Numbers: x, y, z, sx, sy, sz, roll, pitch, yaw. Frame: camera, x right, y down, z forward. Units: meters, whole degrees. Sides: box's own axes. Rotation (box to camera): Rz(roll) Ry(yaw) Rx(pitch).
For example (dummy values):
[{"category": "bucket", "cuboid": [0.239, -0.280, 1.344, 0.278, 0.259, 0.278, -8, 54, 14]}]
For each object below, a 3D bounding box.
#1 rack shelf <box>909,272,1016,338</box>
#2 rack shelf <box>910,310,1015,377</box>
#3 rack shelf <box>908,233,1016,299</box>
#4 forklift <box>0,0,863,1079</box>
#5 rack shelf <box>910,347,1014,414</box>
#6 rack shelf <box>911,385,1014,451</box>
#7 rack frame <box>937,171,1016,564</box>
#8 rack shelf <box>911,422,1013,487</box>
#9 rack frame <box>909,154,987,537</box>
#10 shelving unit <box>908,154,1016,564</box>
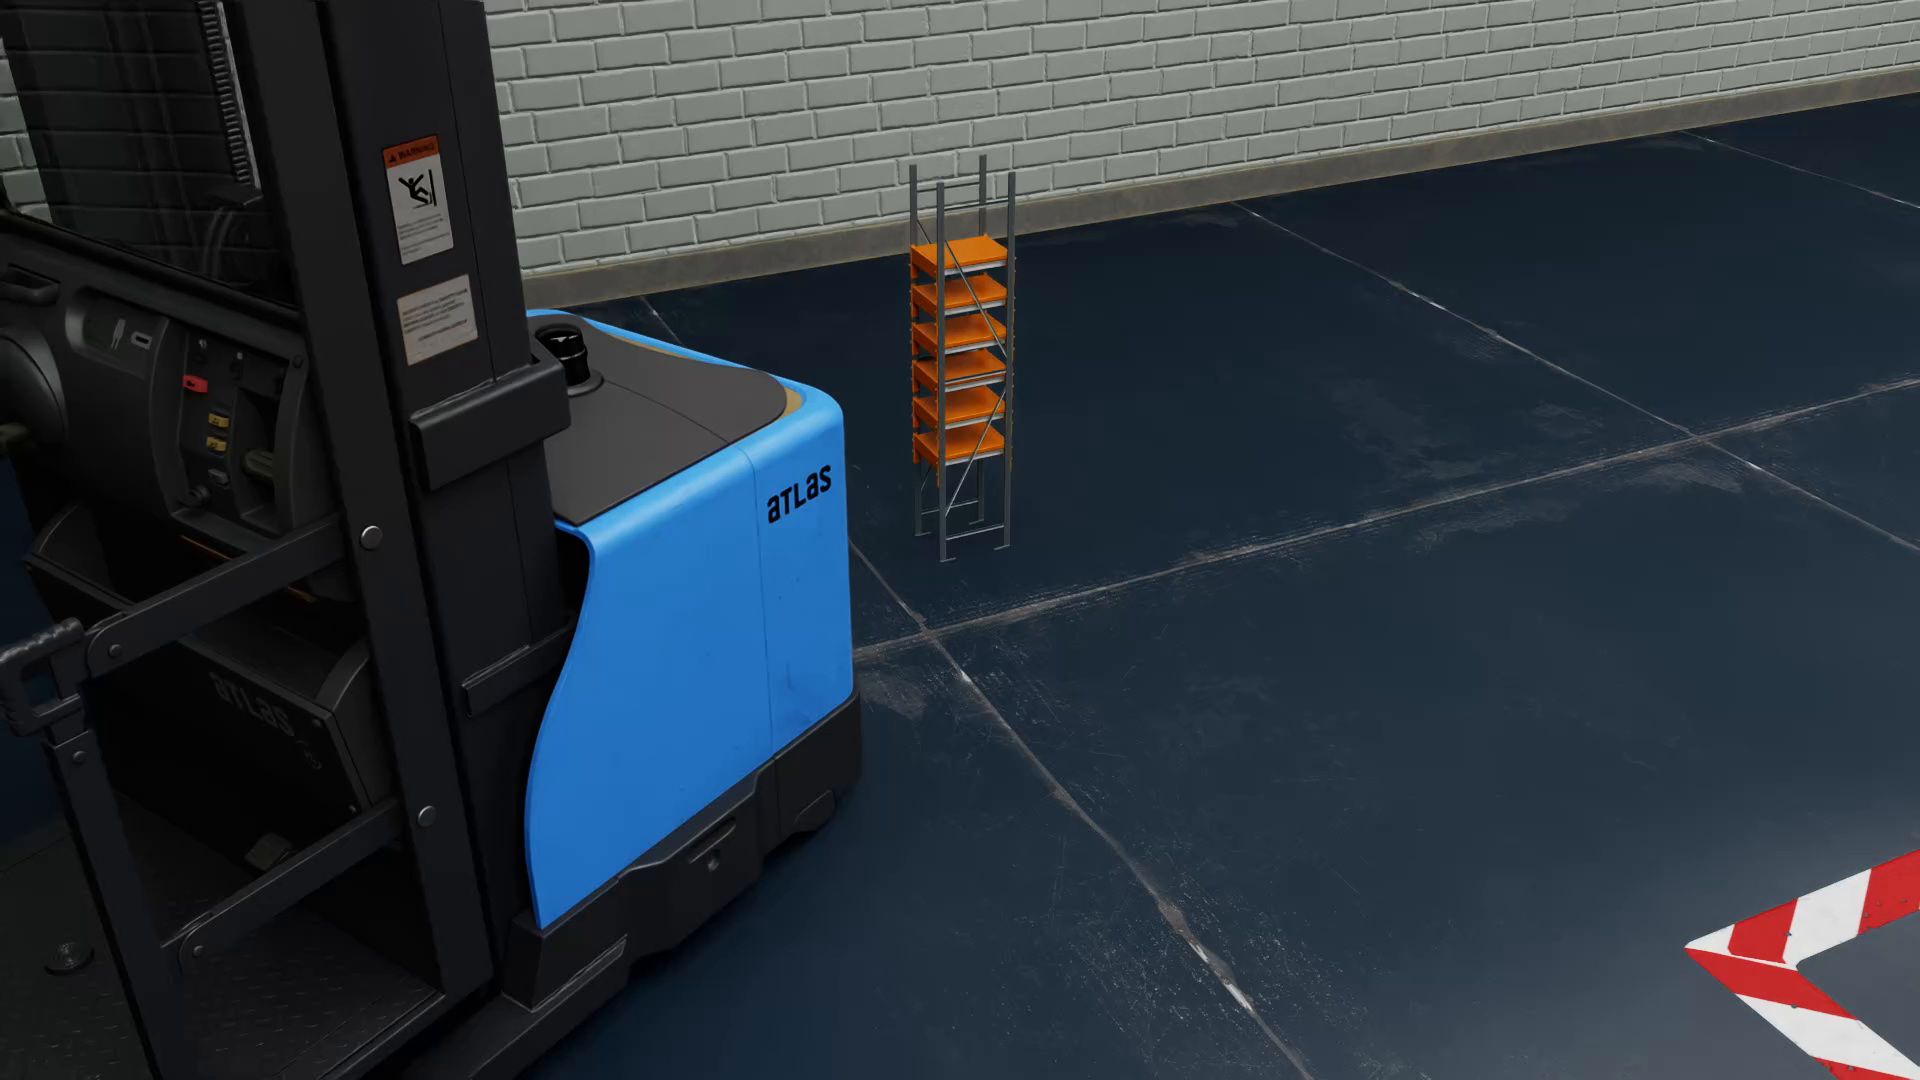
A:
[{"category": "rack shelf", "cuboid": [0.006, -0.688, 4.849, 0.258, 0.103, 0.180, -13, 32, -22]}, {"category": "rack shelf", "cuboid": [0.006, -0.583, 4.908, 0.258, 0.103, 0.180, -13, 32, -22]}, {"category": "rack shelf", "cuboid": [0.006, -0.792, 4.791, 0.258, 0.103, 0.180, -13, 32, -22]}, {"category": "forklift", "cuboid": [-1.496, -0.205, 2.620, 1.130, 2.935, 3.031, 19, 34, 30]}, {"category": "rack shelf", "cuboid": [0.006, -0.478, 4.967, 0.258, 0.103, 0.180, -13, 32, -22]}, {"category": "rack shelf", "cuboid": [0.006, -0.374, 5.026, 0.258, 0.103, 0.180, -13, 32, -22]}, {"category": "rack frame", "cuboid": [0.046, -0.477, 4.873, 0.240, 1.200, 0.006, -13, 32, -22]}, {"category": "rack shelf", "cuboid": [0.006, -0.269, 5.084, 0.258, 0.103, 0.180, -13, 32, -22]}, {"category": "rack frame", "cuboid": [-0.033, -0.557, 5.017, 0.240, 1.200, 0.006, -13, 32, -22]}, {"category": "shelving unit", "cuboid": [0.006, -0.517, 4.945, 0.258, 1.200, 0.189, -13, 32, -22]}]
